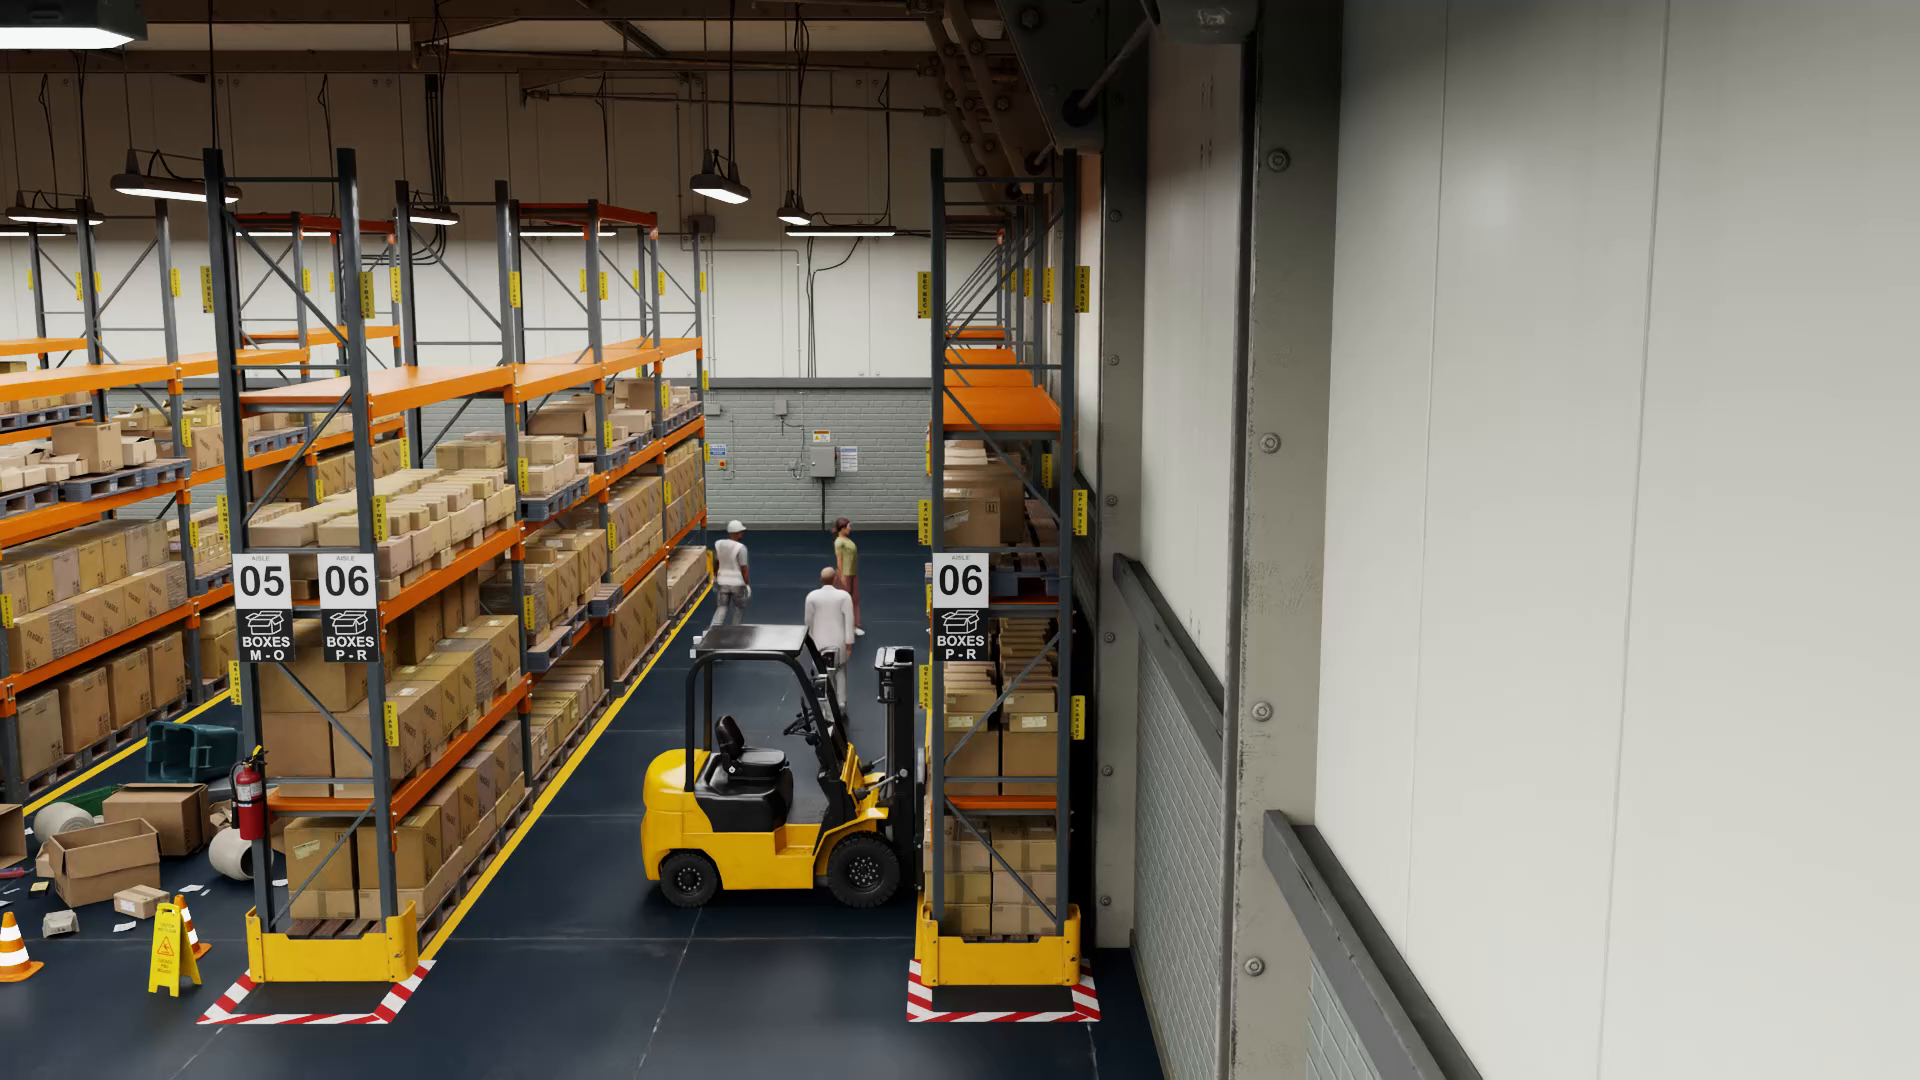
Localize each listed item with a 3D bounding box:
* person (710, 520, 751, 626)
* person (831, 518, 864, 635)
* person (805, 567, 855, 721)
[{"bbox_3d":[-3.185,0.614,23.009,0.602,1.765,0.641,2,9,10],"label":"person"},{"bbox_3d":[-1.587,0.539,23.653,0.525,1.714,0.508,4,10,23],"label":"person"},{"bbox_3d":[-1.515,1.215,19.305,0.557,1.823,0.602,-2,9,-14],"label":"person"}]
